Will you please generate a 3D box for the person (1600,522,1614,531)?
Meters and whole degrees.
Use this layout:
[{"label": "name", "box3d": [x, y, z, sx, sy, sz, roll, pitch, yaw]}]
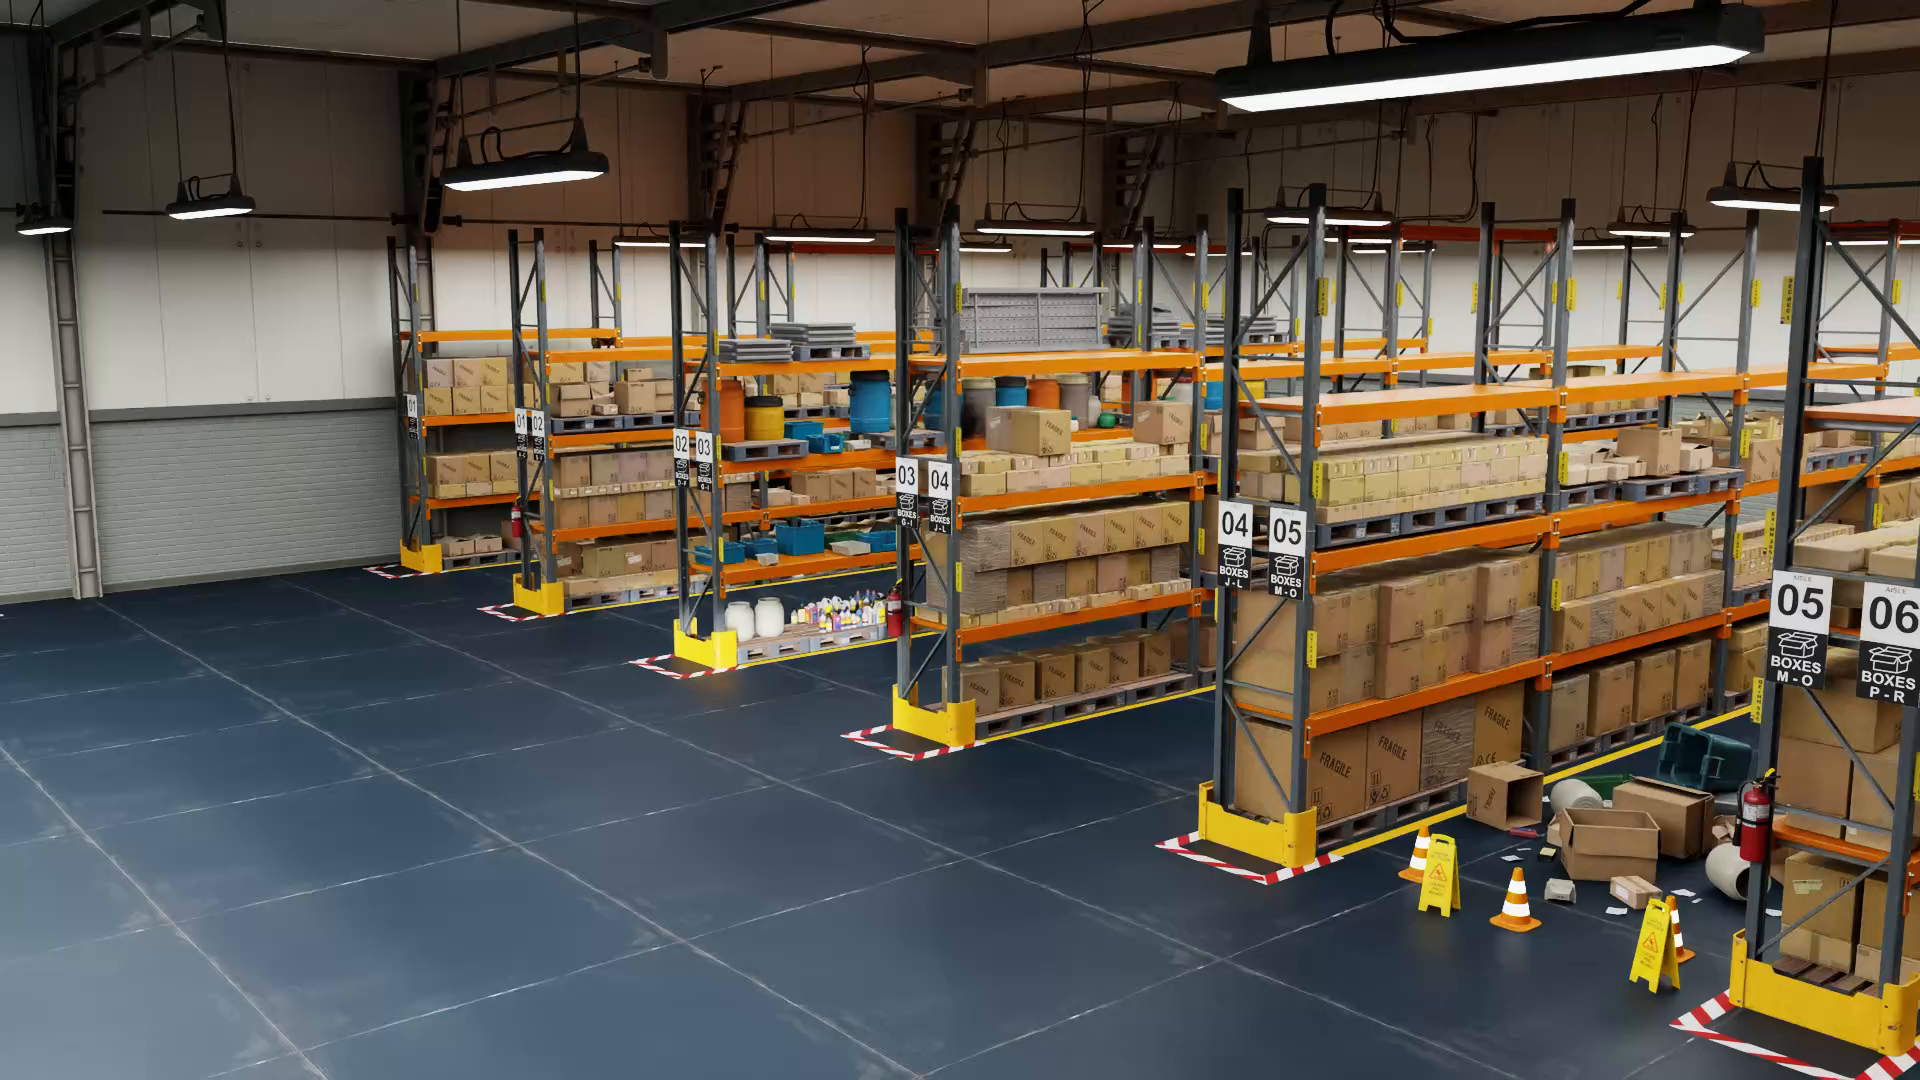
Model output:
[{"label": "person", "box3d": [9.757, 0.536, 25.072, 0.760, 1.653, 0.559, -8, 12, -43]}]
